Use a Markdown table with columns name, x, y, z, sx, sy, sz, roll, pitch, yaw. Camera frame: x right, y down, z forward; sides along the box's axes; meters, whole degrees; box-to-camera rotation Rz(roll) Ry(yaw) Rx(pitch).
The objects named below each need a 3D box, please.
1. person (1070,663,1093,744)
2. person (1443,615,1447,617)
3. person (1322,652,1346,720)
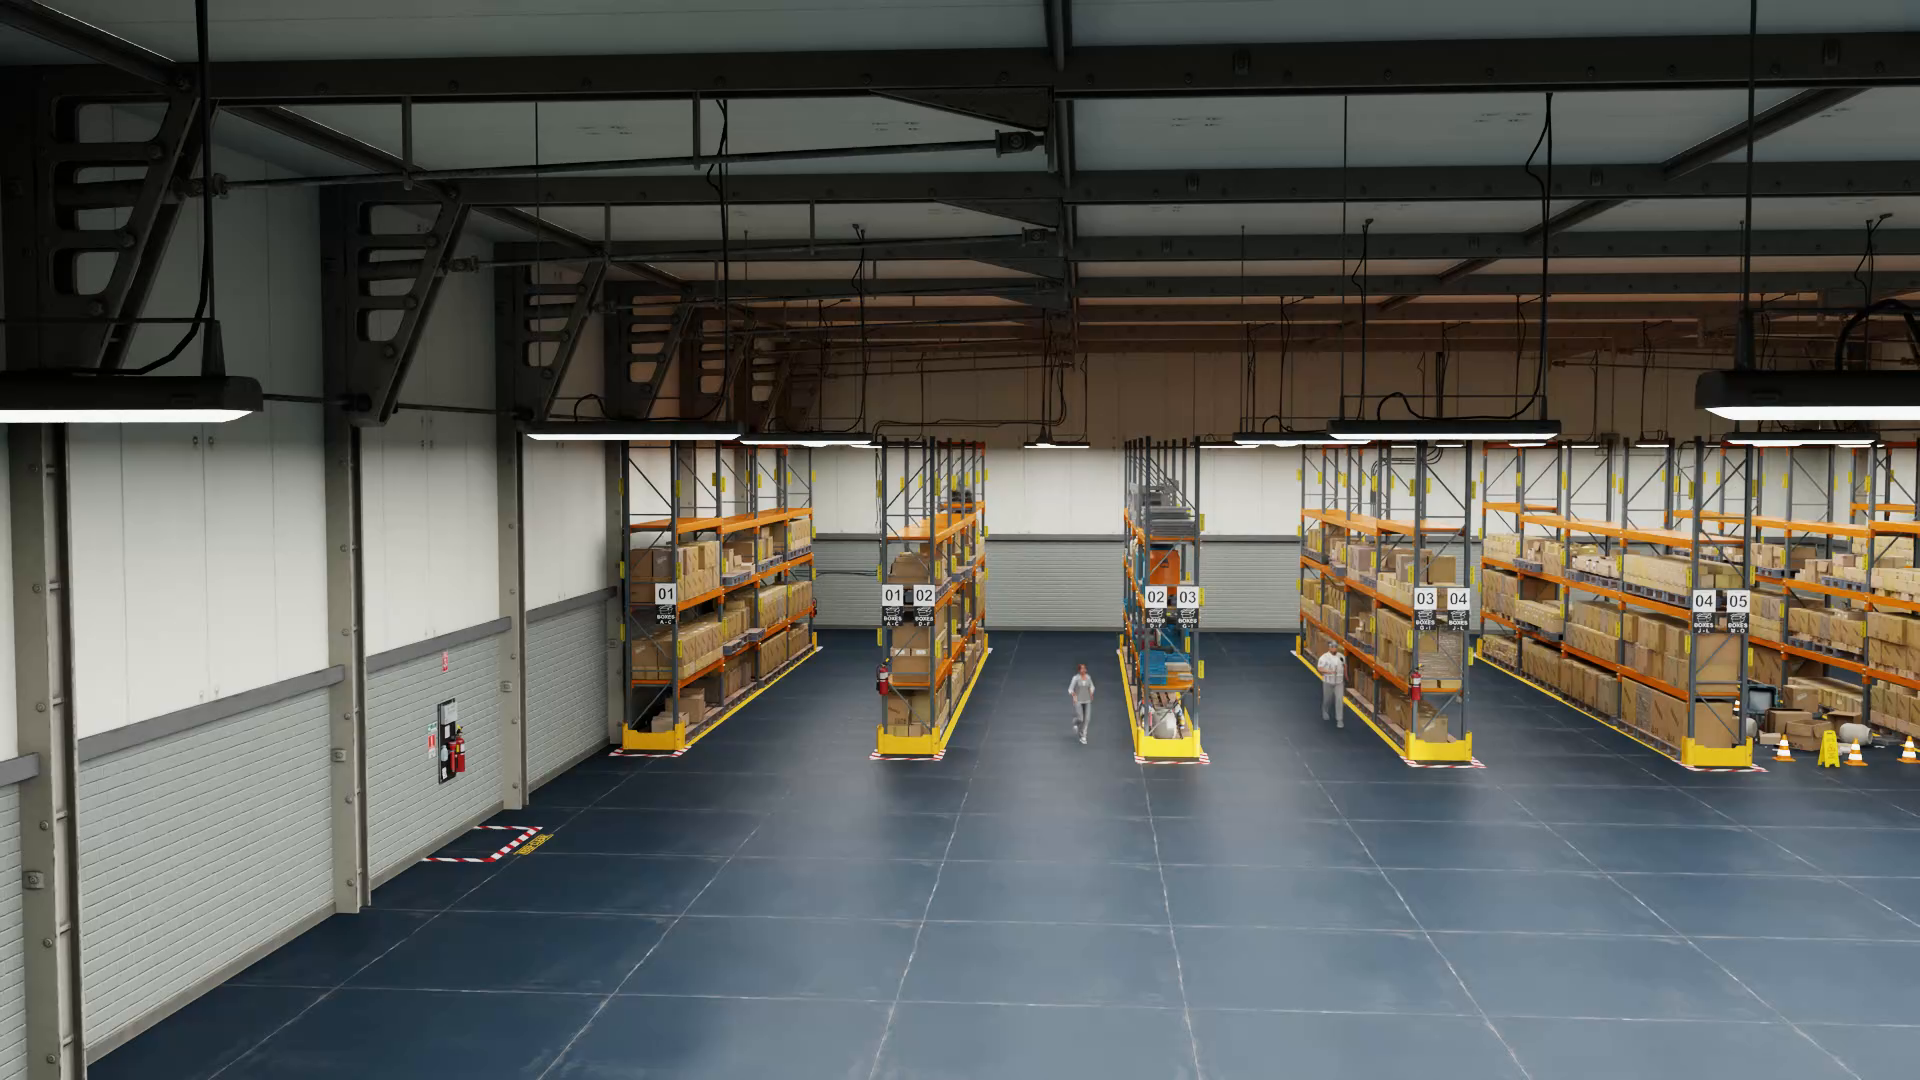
| name | x | y | z | sx | sy | sz | roll | pitch | yaw |
| --- | --- | --- | --- | --- | --- | --- | --- | --- | --- |
| person | 2.392 | 3.209 | 32.732 | 0.499 | 1.545 | 0.618 | -1 | 3 | -12 |
| person | 13.945 | 2.387 | 47.012 | 0.735 | 1.720 | 0.632 | -1 | 3 | -24 |
| person | 7.792 | 3.042 | 34.744 | 0.462 | 1.407 | 0.787 | 0 | 3 | -2 |
